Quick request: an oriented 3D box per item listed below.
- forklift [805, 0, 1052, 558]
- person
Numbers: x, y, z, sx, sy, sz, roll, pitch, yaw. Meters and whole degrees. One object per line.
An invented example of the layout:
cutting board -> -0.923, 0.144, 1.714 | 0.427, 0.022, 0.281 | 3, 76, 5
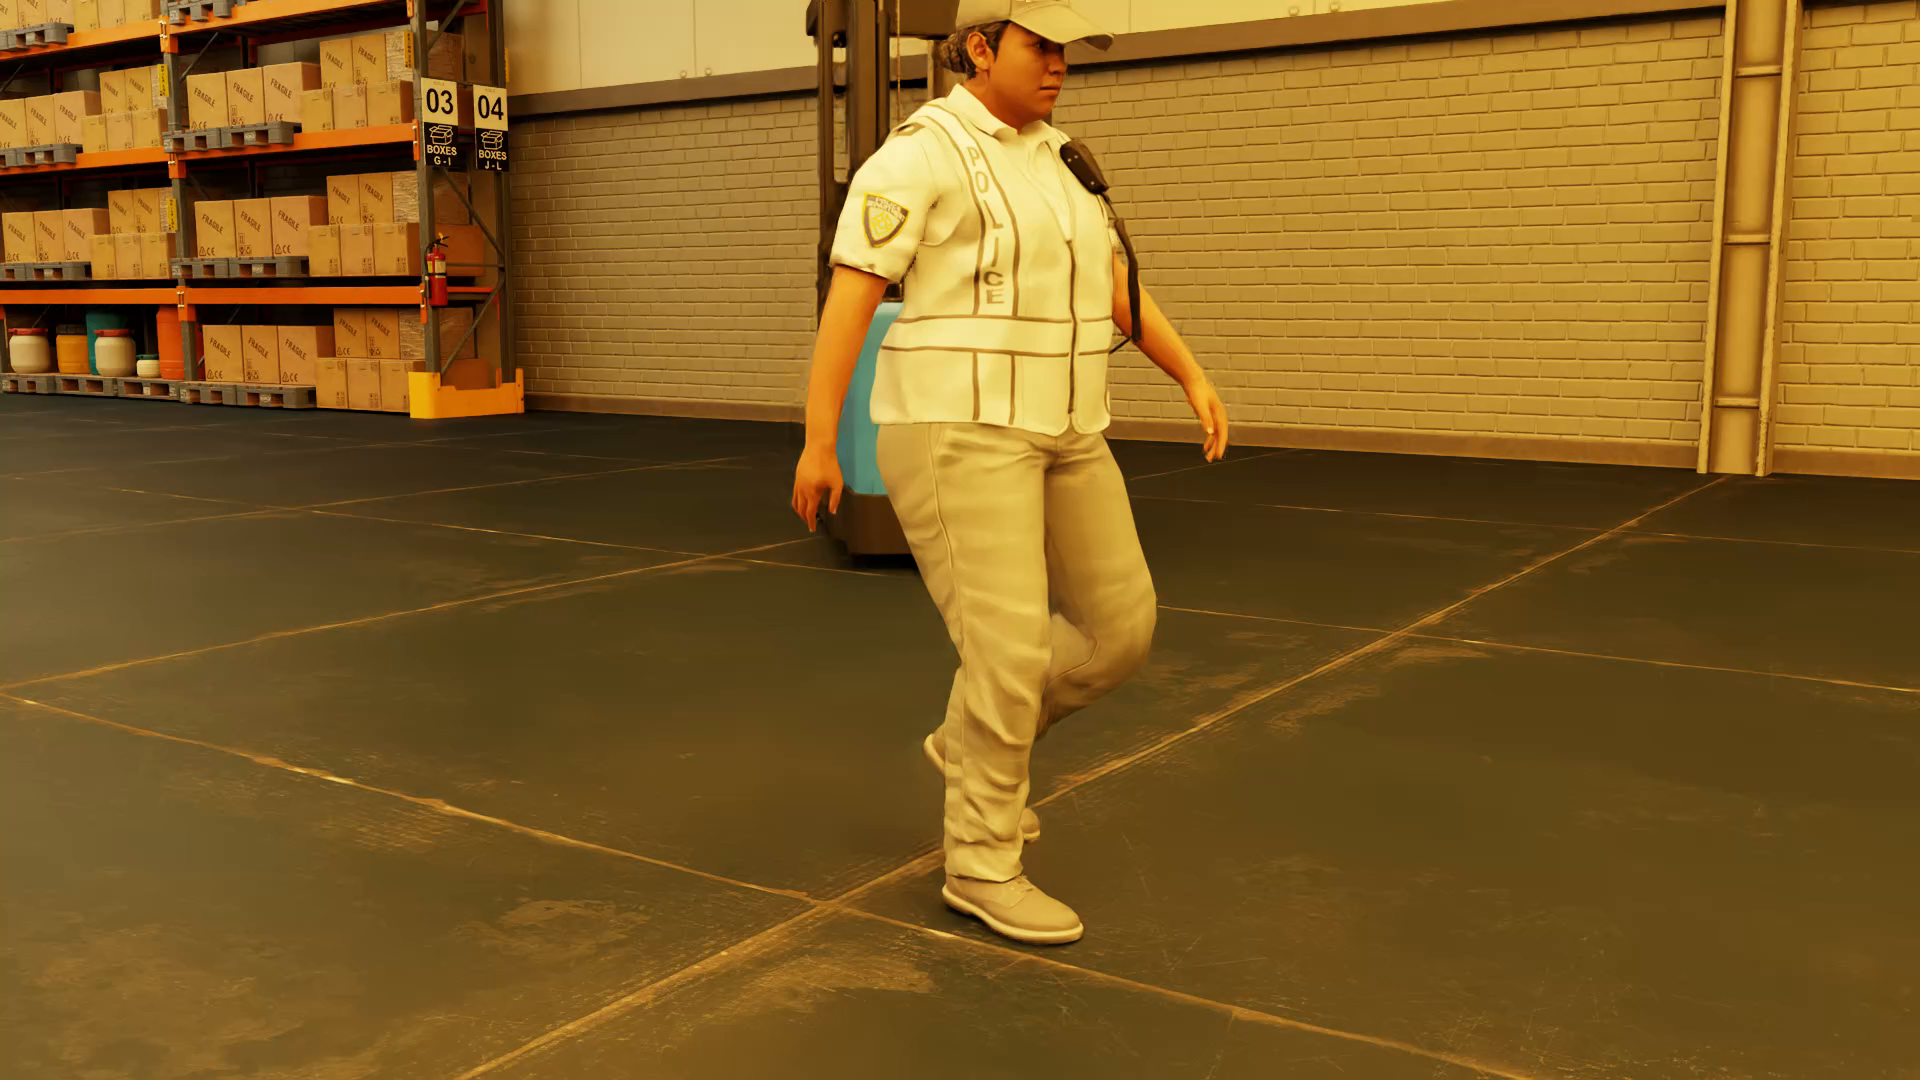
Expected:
forklift -> -0.157, -1.540, 8.024 | 1.130, 2.935, 3.031 | -1, 8, -9
person -> 0.068, -0.164, 2.938 | 0.539, 1.646, 0.720 | 7, 11, 40
